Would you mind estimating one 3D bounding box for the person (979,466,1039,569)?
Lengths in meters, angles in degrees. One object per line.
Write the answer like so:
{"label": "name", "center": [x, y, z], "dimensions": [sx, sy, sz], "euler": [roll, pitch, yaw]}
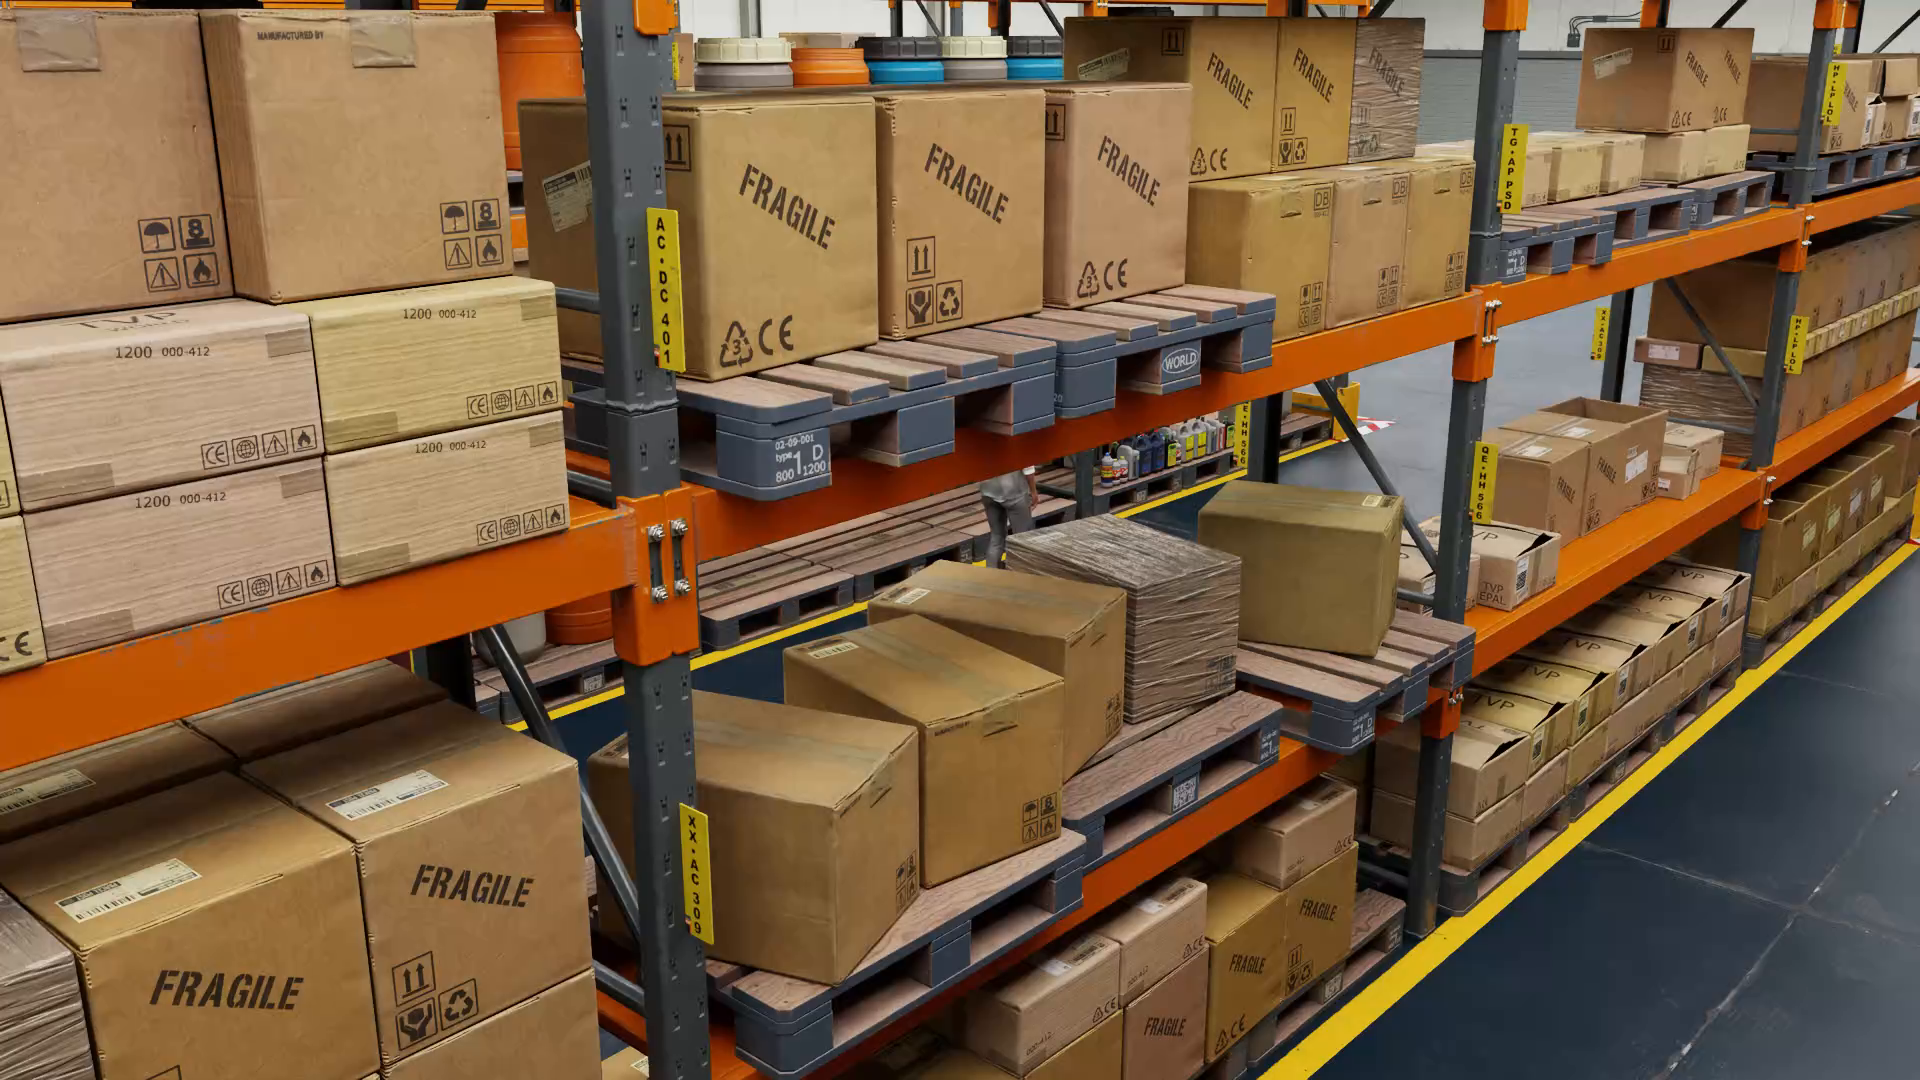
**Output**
{"label": "person", "center": [0.317, -0.322, 11.104], "dimensions": [0.480, 1.592, 0.349], "euler": [13, 21, 36]}
